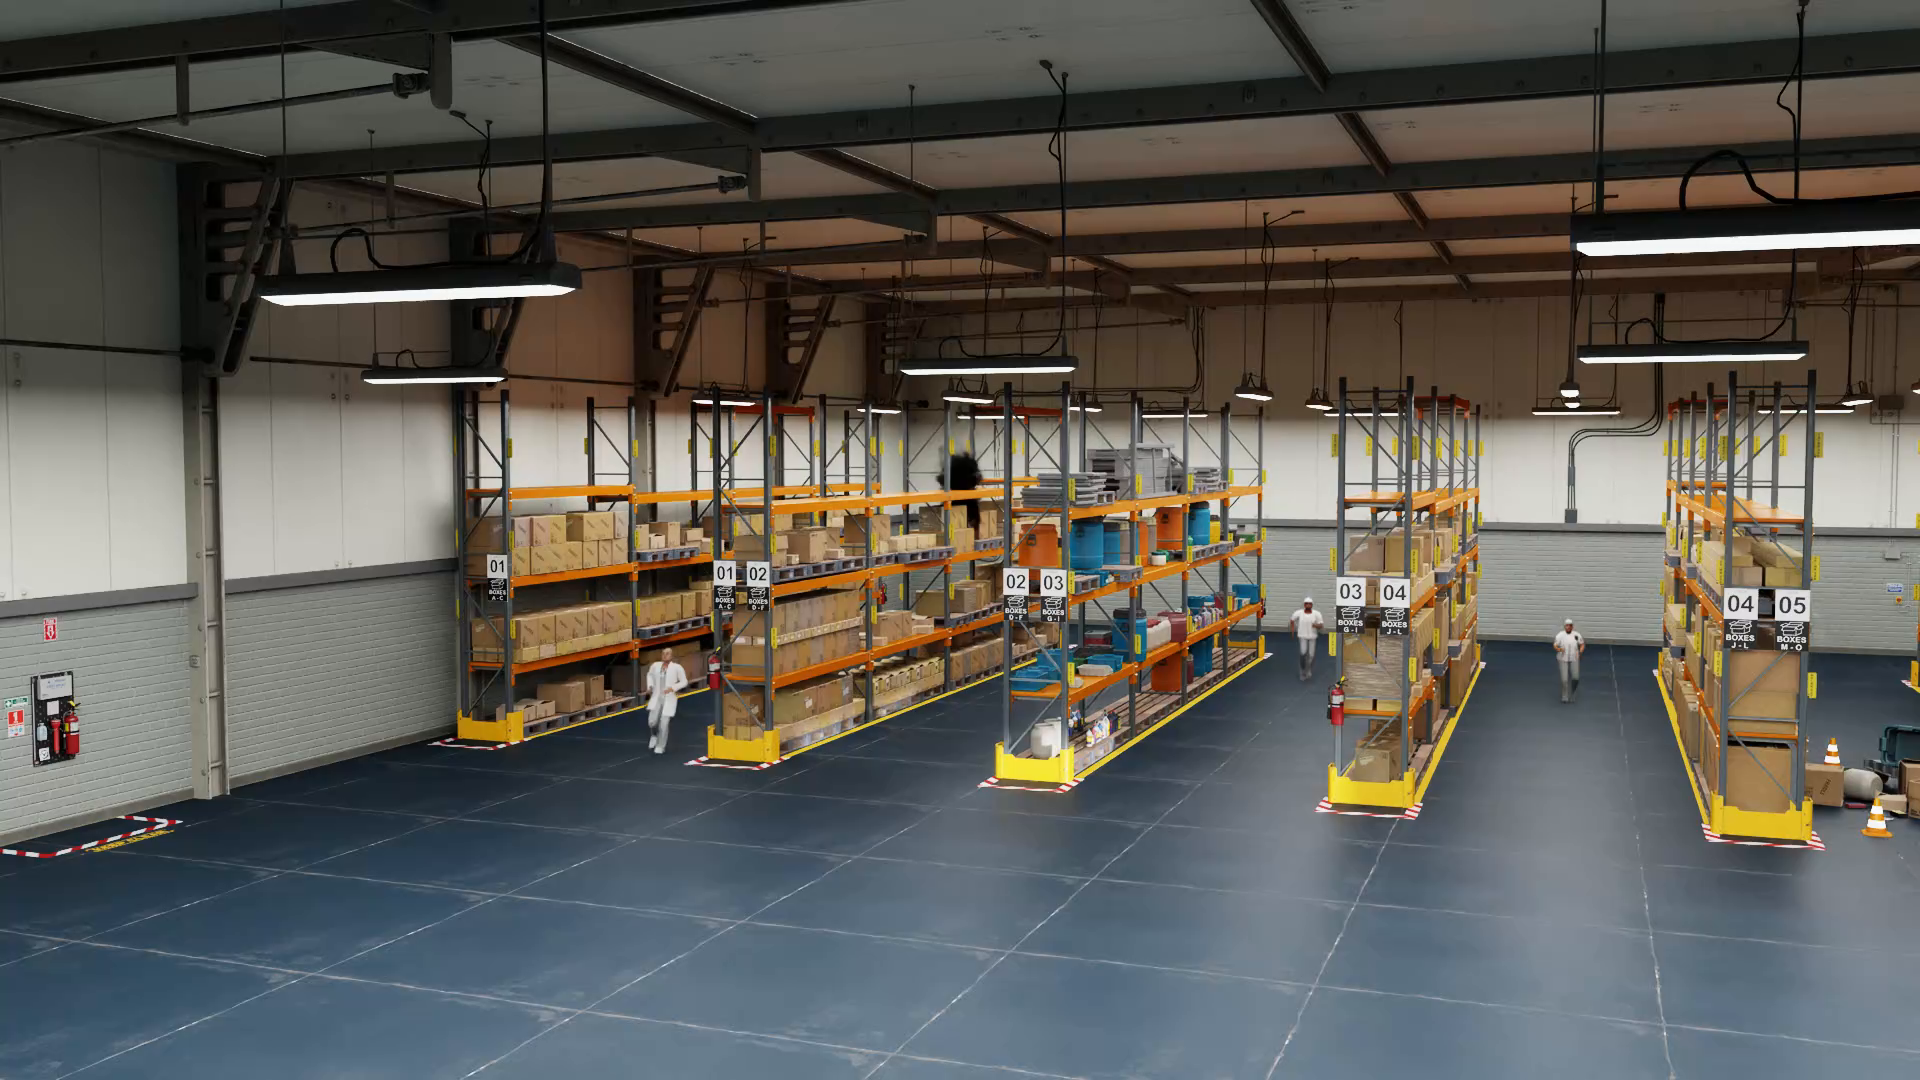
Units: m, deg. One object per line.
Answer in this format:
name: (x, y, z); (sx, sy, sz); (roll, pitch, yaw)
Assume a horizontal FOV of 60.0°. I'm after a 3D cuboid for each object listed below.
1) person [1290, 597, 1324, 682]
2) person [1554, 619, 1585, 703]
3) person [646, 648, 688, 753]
person: (7.505, 2.056, 35.924); (0.669, 1.643, 0.751); (0, 3, 5)
person: (11.962, 2.385, 32.640); (0.589, 1.647, 0.590); (1, 3, 16)
person: (-4.848, 2.644, 27.352); (0.731, 1.742, 0.548); (0, 3, 5)
